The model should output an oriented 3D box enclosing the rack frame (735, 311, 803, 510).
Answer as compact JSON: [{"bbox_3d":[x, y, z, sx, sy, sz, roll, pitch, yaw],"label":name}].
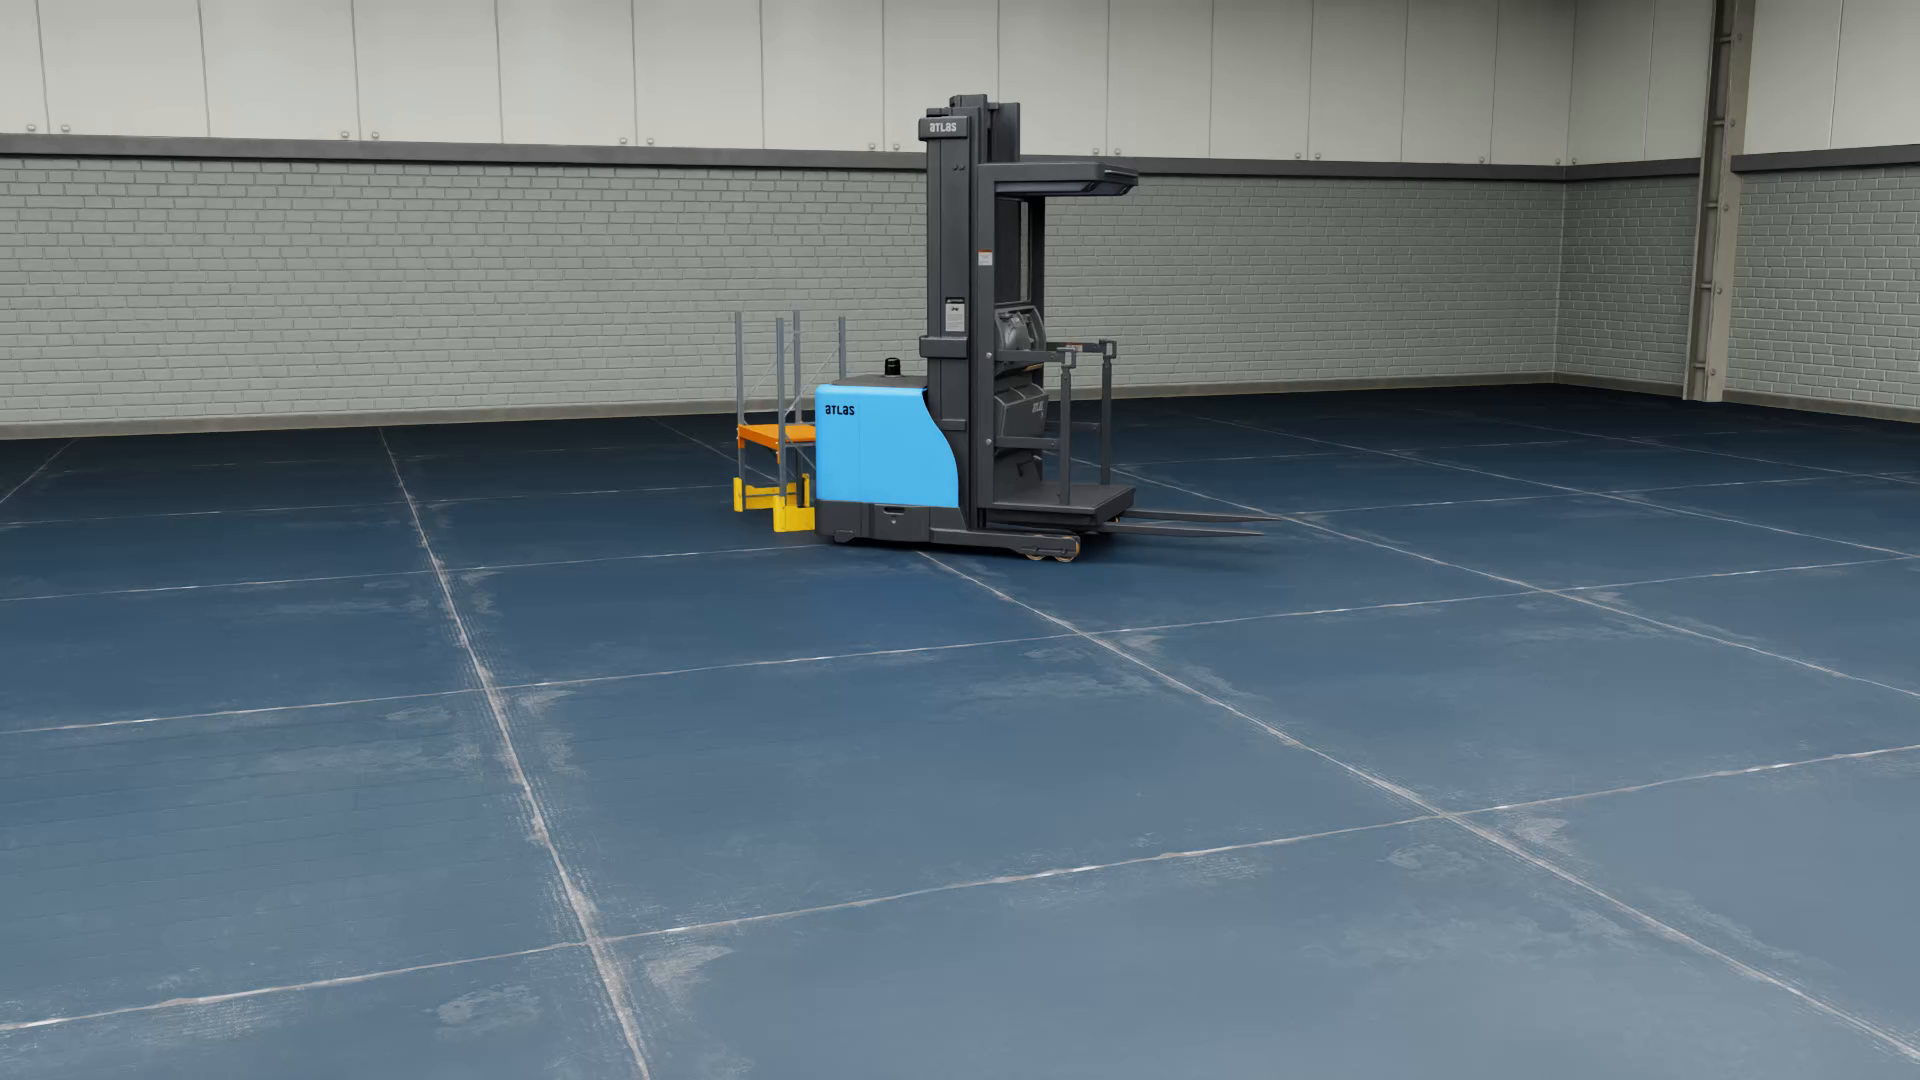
[{"bbox_3d":[-1.451,-0.983,12.666,0.500,1.500,0.032,-4,11,-23],"label":"rack frame"}]

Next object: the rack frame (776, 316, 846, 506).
[{"bbox_3d":[-1.040,-0.820,11.750,0.500,1.500,0.032,-4,11,-23],"label":"rack frame"}]

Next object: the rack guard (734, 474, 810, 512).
[{"bbox_3d":[-1.443,-0.365,12.758,0.587,0.250,0.087,-4,11,-23],"label":"rack guard"}]

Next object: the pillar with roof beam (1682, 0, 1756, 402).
[{"bbox_3d":[5.649,-5.973,19.302,9.100,9.000,0.400,-4,11,-21],"label":"pillar with roof beam"}]

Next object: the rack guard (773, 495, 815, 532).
[{"bbox_3d":[-1.041,-0.205,11.861,0.587,0.250,0.087,-4,11,-23],"label":"rack guard"}]

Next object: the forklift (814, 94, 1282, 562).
[{"bbox_3d":[0.587,-1.405,10.952,3.031,2.935,1.130,4,11,20],"label":"forklift"}]

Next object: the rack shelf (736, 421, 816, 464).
[{"bbox_3d":[-1.245,-0.725,12.240,0.538,0.185,1.000,-4,11,-23],"label":"rack shelf"}]

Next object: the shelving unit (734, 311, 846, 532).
[{"bbox_3d":[-1.242,-0.900,12.200,0.587,1.500,1.083,-4,11,-23],"label":"shelving unit"}]
